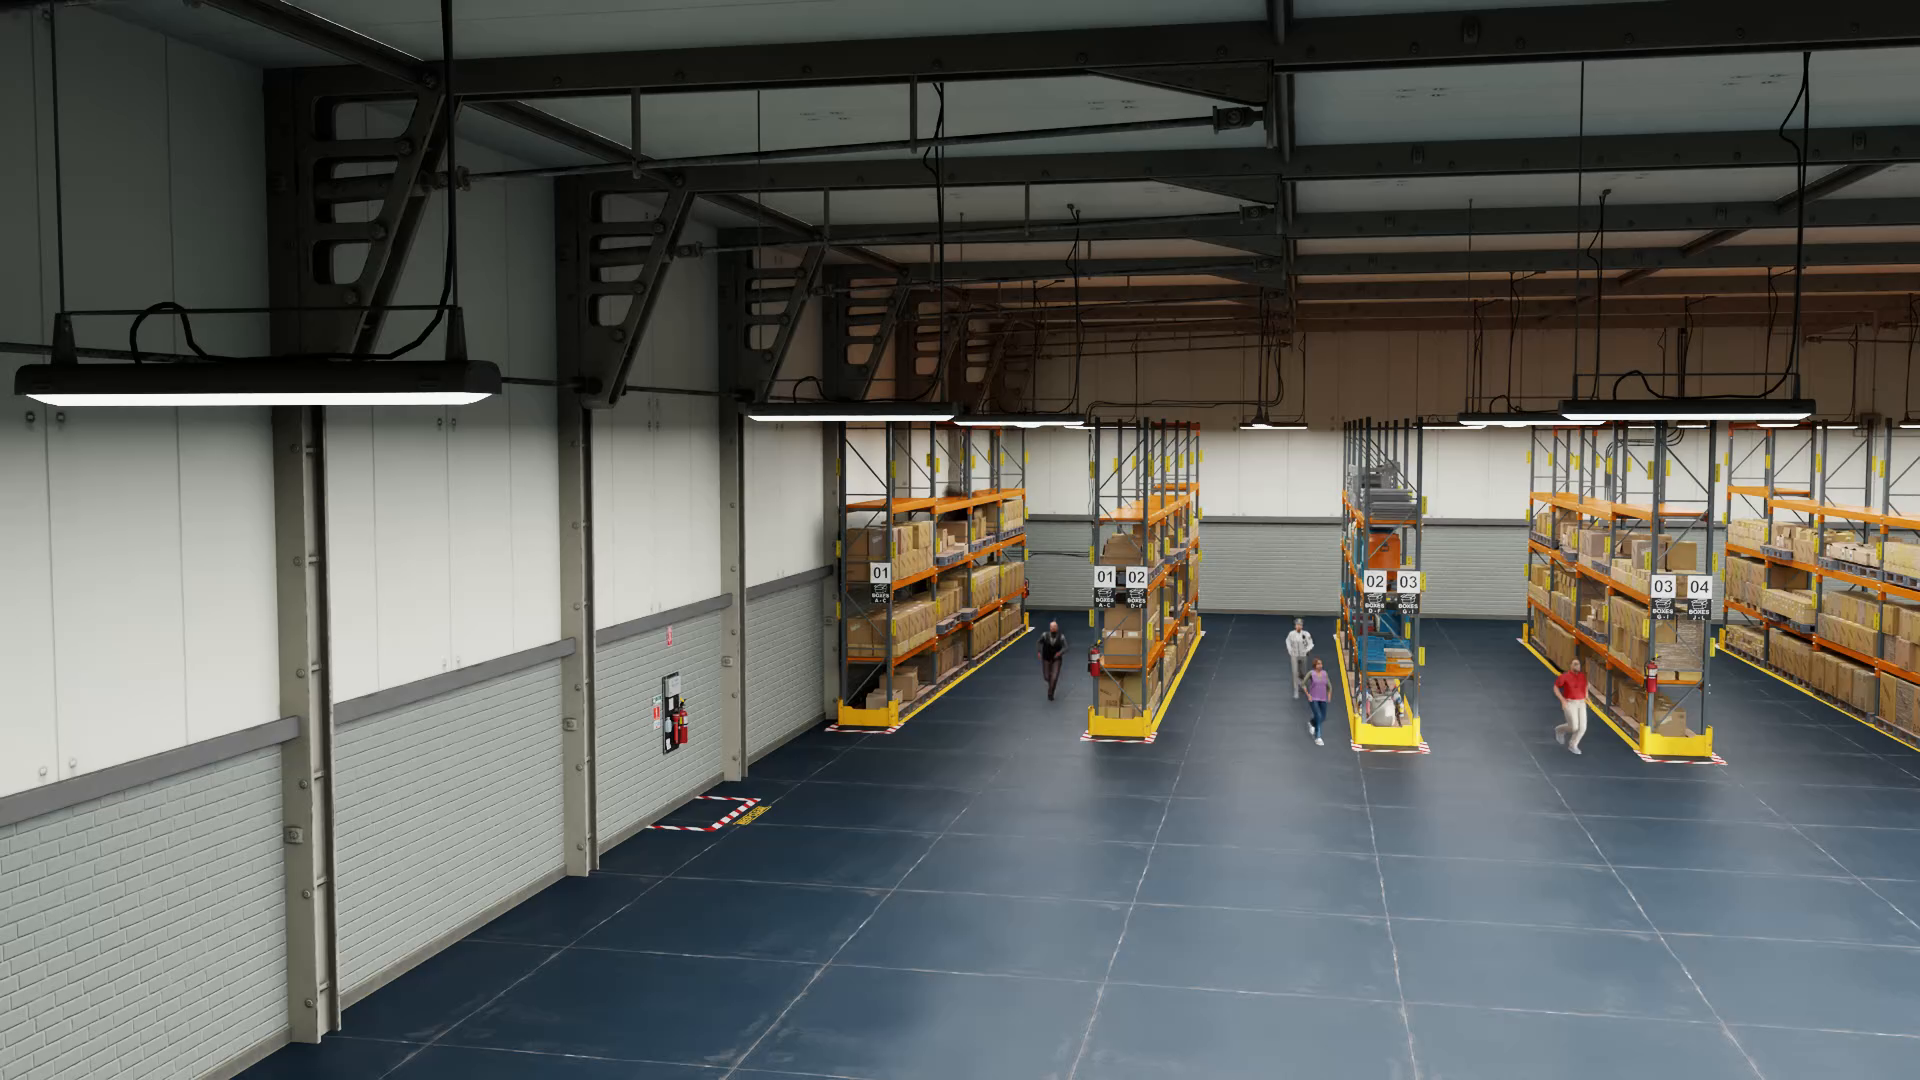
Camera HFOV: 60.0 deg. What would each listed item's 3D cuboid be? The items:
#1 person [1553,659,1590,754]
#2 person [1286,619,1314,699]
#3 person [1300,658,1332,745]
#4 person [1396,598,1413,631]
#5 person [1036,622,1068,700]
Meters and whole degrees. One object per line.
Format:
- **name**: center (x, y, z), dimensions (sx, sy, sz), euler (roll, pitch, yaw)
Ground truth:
- **person**: center (10.979, 2.960, 29.792), dimensions (0.667, 1.686, 0.599), euler (-1, 4, -15)
- **person**: center (7.390, 2.547, 36.175), dimensions (0.584, 1.702, 1.094), euler (1, 4, 9)
- **person**: center (6.563, 2.960, 30.690), dimensions (0.564, 1.566, 0.686), euler (-1, 4, -13)
- **person**: center (12.740, 1.780, 47.946), dimensions (0.828, 1.718, 0.599), euler (2, 4, 27)
- **person**: center (1.969, 2.629, 35.651), dimensions (0.693, 1.607, 0.633), euler (1, 4, 9)
